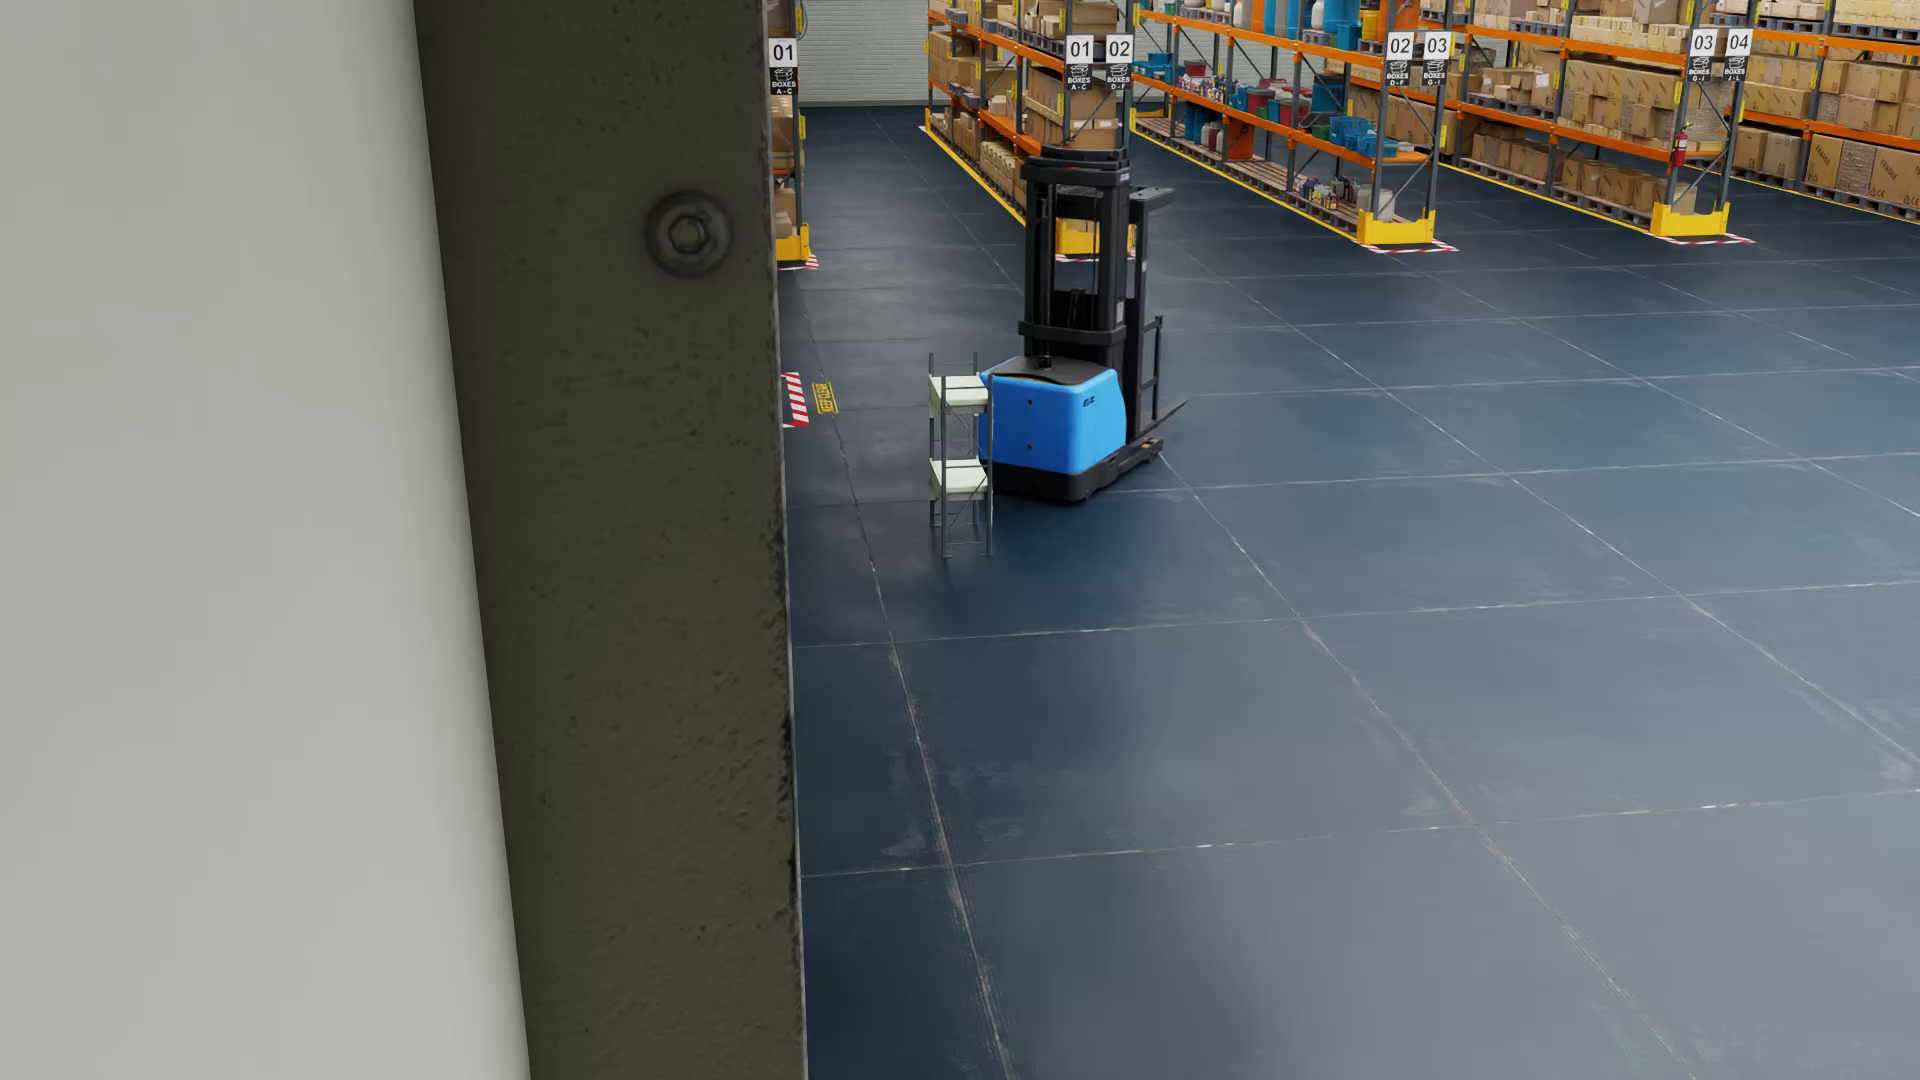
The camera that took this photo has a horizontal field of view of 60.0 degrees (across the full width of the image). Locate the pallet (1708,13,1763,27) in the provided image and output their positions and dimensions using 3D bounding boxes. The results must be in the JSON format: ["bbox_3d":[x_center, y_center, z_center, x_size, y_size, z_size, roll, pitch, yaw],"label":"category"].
[{"bbox_3d":[15.766,-10.448,33.386,1.213,0.211,1.003,-2,21,-5],"label":"pallet"}]

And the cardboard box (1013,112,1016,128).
[{"bbox_3d":[1.162,-7.485,29.663,0.396,0.266,0.258,-3,21,-9],"label":"cardboard box"}]

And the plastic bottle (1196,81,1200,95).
[{"bbox_3d":[5.066,-9.589,35.288,0.097,0.271,0.097,0,20,0],"label":"plastic bottle"}]

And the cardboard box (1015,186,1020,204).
[{"bbox_3d":[1.238,-5.986,28.786,0.500,0.250,0.500,-3,21,-8],"label":"cardboard box"}]

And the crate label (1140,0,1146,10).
[{"bbox_3d":[4.456,-12.656,39.241,0.408,0.251,0.502,-3,21,-8],"label":"crate label"}]

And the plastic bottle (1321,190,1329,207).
[{"bbox_3d":[6.222,-5.797,28.215,0.152,0.276,0.135,-3,21,-9],"label":"plastic bottle"}]

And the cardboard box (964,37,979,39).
[{"bbox_3d":[0.380,-11.072,37.502,0.500,0.500,0.500,-4,21,-9],"label":"cardboard box"}]

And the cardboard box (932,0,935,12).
[{"bbox_3d":[-0.377,-12.379,38.499,0.500,0.250,0.500,-3,21,-8],"label":"cardboard box"}]

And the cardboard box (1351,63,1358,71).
[{"bbox_3d":[9.577,-11.261,39.370,0.500,0.250,0.500,-3,21,-9],"label":"cardboard box"}]

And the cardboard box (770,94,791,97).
[{"bbox_3d":[-3.057,-7.144,27.672,0.500,0.500,0.500,-3,21,-8],"label":"cardboard box"}]

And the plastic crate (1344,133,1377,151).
[{"bbox_3d":[6.493,-6.431,26.859,0.499,0.251,0.408,-3,21,-8],"label":"plastic crate"}]

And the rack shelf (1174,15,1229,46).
[{"bbox_3d":[5.508,-10.647,34.678,1.077,0.370,4.000,-3,21,-8],"label":"rack shelf"}]

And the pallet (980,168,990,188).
[{"bbox_3d":[0.974,-7.045,32.277,1.003,0.211,1.213,-3,21,-8],"label":"pallet"}]

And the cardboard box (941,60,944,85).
[{"bbox_3d":[-0.160,-10.586,37.630,0.500,0.500,0.500,-2,21,-7],"label":"cardboard box"}]

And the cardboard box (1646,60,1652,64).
[{"bbox_3d":[14.953,-10.210,35.674,0.380,0.149,0.250,-3,21,-8],"label":"cardboard box"}]

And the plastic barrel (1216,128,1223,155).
[{"bbox_3d":[5.539,-8.278,34.547,0.421,0.512,0.421,0,20,0],"label":"plastic barrel"}]

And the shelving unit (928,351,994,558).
[{"bbox_3d":[0.001,-0.700,13.448,0.431,1.500,0.755,-3,21,-8],"label":"shelving unit"}]

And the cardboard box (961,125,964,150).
[{"bbox_3d":[0.299,-8.521,35.187,0.500,0.500,0.500,-3,21,-7],"label":"cardboard box"}]

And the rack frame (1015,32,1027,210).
[{"bbox_3d":[1.471,-7.253,28.849,1.000,3.000,0.127,-3,21,-8],"label":"rack frame"}]

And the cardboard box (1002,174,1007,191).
[{"bbox_3d":[1.053,-6.466,30.071,0.500,0.250,0.500,-3,21,-9],"label":"cardboard box"}]

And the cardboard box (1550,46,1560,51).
[{"bbox_3d":[14.498,-11.608,39.940,0.500,0.500,0.500,-3,21,-9],"label":"cardboard box"}]

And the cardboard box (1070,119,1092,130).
[{"bbox_3d":[1.804,-6.342,25.339,0.380,0.149,0.250,-3,21,-9],"label":"cardboard box"}]

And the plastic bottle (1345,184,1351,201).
[{"bbox_3d":[6.727,-6.035,28.840,0.061,0.283,0.133,-3,21,-8],"label":"plastic bottle"}]

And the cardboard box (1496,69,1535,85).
[{"bbox_3d":[10.994,-9.007,32.801,0.700,0.500,0.500,0,20,0],"label":"cardboard box"}]

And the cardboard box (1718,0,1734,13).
[{"bbox_3d":[15.507,-10.697,33.167,0.500,0.311,0.500,-3,21,-8],"label":"cardboard box"}]

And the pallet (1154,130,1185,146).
[{"bbox_3d":[5.075,-9.218,38.095,1.003,0.211,1.213,-3,21,-8],"label":"pallet"}]

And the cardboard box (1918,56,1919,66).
[{"bbox_3d":[20.340,-9.852,34.638,0.500,0.500,0.500,-4,21,-9],"label":"cardboard box"}]

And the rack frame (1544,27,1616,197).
[{"bbox_3d":[11.274,-7.752,30.183,1.000,3.000,0.127,-3,21,-8],"label":"rack frame"}]

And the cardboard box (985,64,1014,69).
[{"bbox_3d":[0.749,-9.420,33.908,0.700,0.500,0.500,1,20,2],"label":"cardboard box"}]

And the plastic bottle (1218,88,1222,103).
[{"bbox_3d":[5.283,-9.030,33.774,0.061,0.283,0.133,-3,21,-8],"label":"plastic bottle"}]

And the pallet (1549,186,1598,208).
[{"bbox_3d":[11.406,-6.215,30.053,1.003,0.211,1.213,-3,21,-8],"label":"pallet"}]

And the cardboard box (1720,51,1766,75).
[{"bbox_3d":[15.749,-9.536,33.389,0.700,0.500,0.500,-3,21,-9],"label":"cardboard box"}]

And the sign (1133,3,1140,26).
[{"bbox_3d":[2.597,-7.746,24.519,0.100,0.325,0.005,-3,21,-8],"label":"sign"}]

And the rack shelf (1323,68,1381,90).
[{"bbox_3d":[9.833,-10.877,39.579,1.077,0.370,4.000,-3,21,-8],"label":"rack shelf"}]

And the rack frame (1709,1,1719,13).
[{"bbox_3d":[15.620,-12.162,33.418,1.000,3.000,0.127,-3,21,-8],"label":"rack frame"}]

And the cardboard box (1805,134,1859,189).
[{"bbox_3d":[16.218,-6.947,30.465,0.875,0.875,0.875,-3,21,-7],"label":"cardboard box"}]

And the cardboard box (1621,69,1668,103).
[{"bbox_3d":[11.380,-7.545,27.634,0.500,0.500,0.500,-3,21,-8],"label":"cardboard box"}]

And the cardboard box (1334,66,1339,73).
[{"bbox_3d":[9.345,-11.472,40.503,0.380,0.149,0.250,-3,21,-9],"label":"cardboard box"}]

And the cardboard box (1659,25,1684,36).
[{"bbox_3d":[11.432,-8.154,26.618,0.380,0.149,0.250,-4,21,-10],"label":"cardboard box"}]

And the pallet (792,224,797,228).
[{"bbox_3d":[-3.120,-5.042,26.913,1.003,0.211,1.213,-3,21,-8],"label":"pallet"}]

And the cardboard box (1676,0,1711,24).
[{"bbox_3d":[11.904,-8.720,27.206,0.500,0.500,0.500,-3,21,-8],"label":"cardboard box"}]

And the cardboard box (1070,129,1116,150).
[{"bbox_3d":[1.993,-6.077,25.558,0.700,0.500,0.500,-3,21,-8],"label":"cardboard box"}]

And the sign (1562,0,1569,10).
[{"bbox_3d":[10.725,-9.554,29.421,0.100,0.325,0.005,-3,21,-8],"label":"sign"}]

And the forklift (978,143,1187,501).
[{"bbox_3d":[1.284,-2.183,15.372,1.130,2.935,3.031,11,23,27],"label":"forklift"}]

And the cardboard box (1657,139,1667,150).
[{"bbox_3d":[11.570,-6.424,26.987,0.380,0.149,0.250,-3,21,-8],"label":"cardboard box"}]

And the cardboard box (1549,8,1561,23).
[{"bbox_3d":[11.040,-9.611,30.466,0.396,0.266,0.258,-2,21,-6],"label":"cardboard box"}]

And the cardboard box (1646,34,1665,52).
[{"bbox_3d":[11.455,-8.028,26.852,0.500,0.250,0.500,-3,21,-7],"label":"cardboard box"}]

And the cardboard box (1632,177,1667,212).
[{"bbox_3d":[11.657,-5.815,27.970,0.500,0.500,0.500,2,21,6],"label":"cardboard box"}]

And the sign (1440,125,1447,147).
[{"bbox_3d":[7.495,-6.273,25.828,0.100,0.325,0.005,-3,21,-8],"label":"sign"}]

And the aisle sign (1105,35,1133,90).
[{"bbox_3d":[2.360,-7.079,24.667,0.394,0.787,0.004,-3,21,-8],"label":"aisle sign"}]

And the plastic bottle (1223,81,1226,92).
[{"bbox_3d":[5.654,-9.650,35.451,0.097,0.271,0.097,0,20,0],"label":"plastic bottle"}]

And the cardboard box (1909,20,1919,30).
[{"bbox_3d":[16.208,-8.651,27.920,0.380,0.149,0.250,-3,21,-7],"label":"cardboard box"}]

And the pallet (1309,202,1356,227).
[{"bbox_3d":[6.608,-5.538,28.241,1.003,0.211,1.213,-3,21,-8],"label":"pallet"}]

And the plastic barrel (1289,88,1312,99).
[{"bbox_3d":[6.346,-8.162,31.087,0.433,0.535,0.433,0,20,0],"label":"plastic barrel"}]
